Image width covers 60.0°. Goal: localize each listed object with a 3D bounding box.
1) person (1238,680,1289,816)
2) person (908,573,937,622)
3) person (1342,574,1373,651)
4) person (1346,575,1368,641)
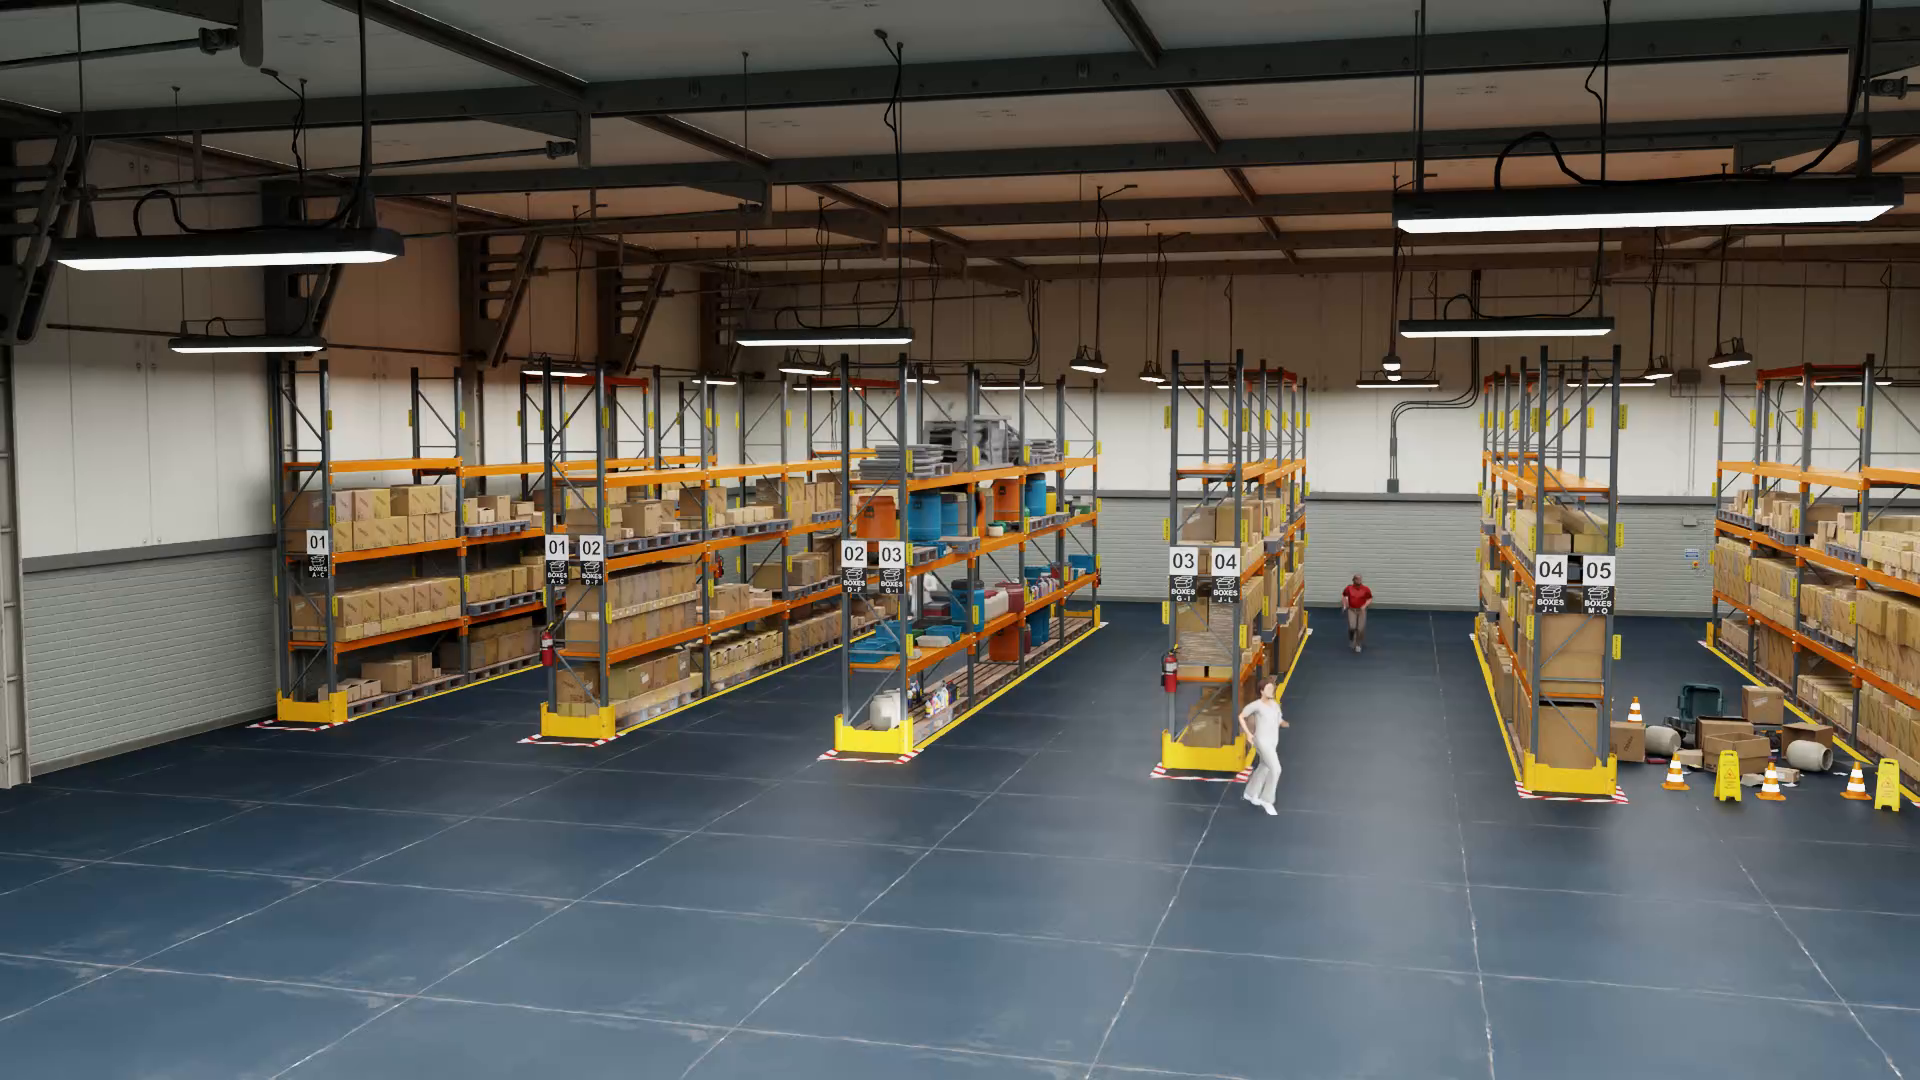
[{"bbox_3d":[3.897,2.640,21.263,0.534,1.721,0.738,-4,6,-42],"label":"person"},{"bbox_3d":[-0.847,1.417,37.172,0.680,1.812,1.002,0,4,3],"label":"person"},{"bbox_3d":[8.576,1.576,35.922,0.647,1.683,0.687,1,4,11],"label":"person"},{"bbox_3d":[8.862,1.568,37.101,0.569,1.572,0.551,0,4,3],"label":"person"}]
